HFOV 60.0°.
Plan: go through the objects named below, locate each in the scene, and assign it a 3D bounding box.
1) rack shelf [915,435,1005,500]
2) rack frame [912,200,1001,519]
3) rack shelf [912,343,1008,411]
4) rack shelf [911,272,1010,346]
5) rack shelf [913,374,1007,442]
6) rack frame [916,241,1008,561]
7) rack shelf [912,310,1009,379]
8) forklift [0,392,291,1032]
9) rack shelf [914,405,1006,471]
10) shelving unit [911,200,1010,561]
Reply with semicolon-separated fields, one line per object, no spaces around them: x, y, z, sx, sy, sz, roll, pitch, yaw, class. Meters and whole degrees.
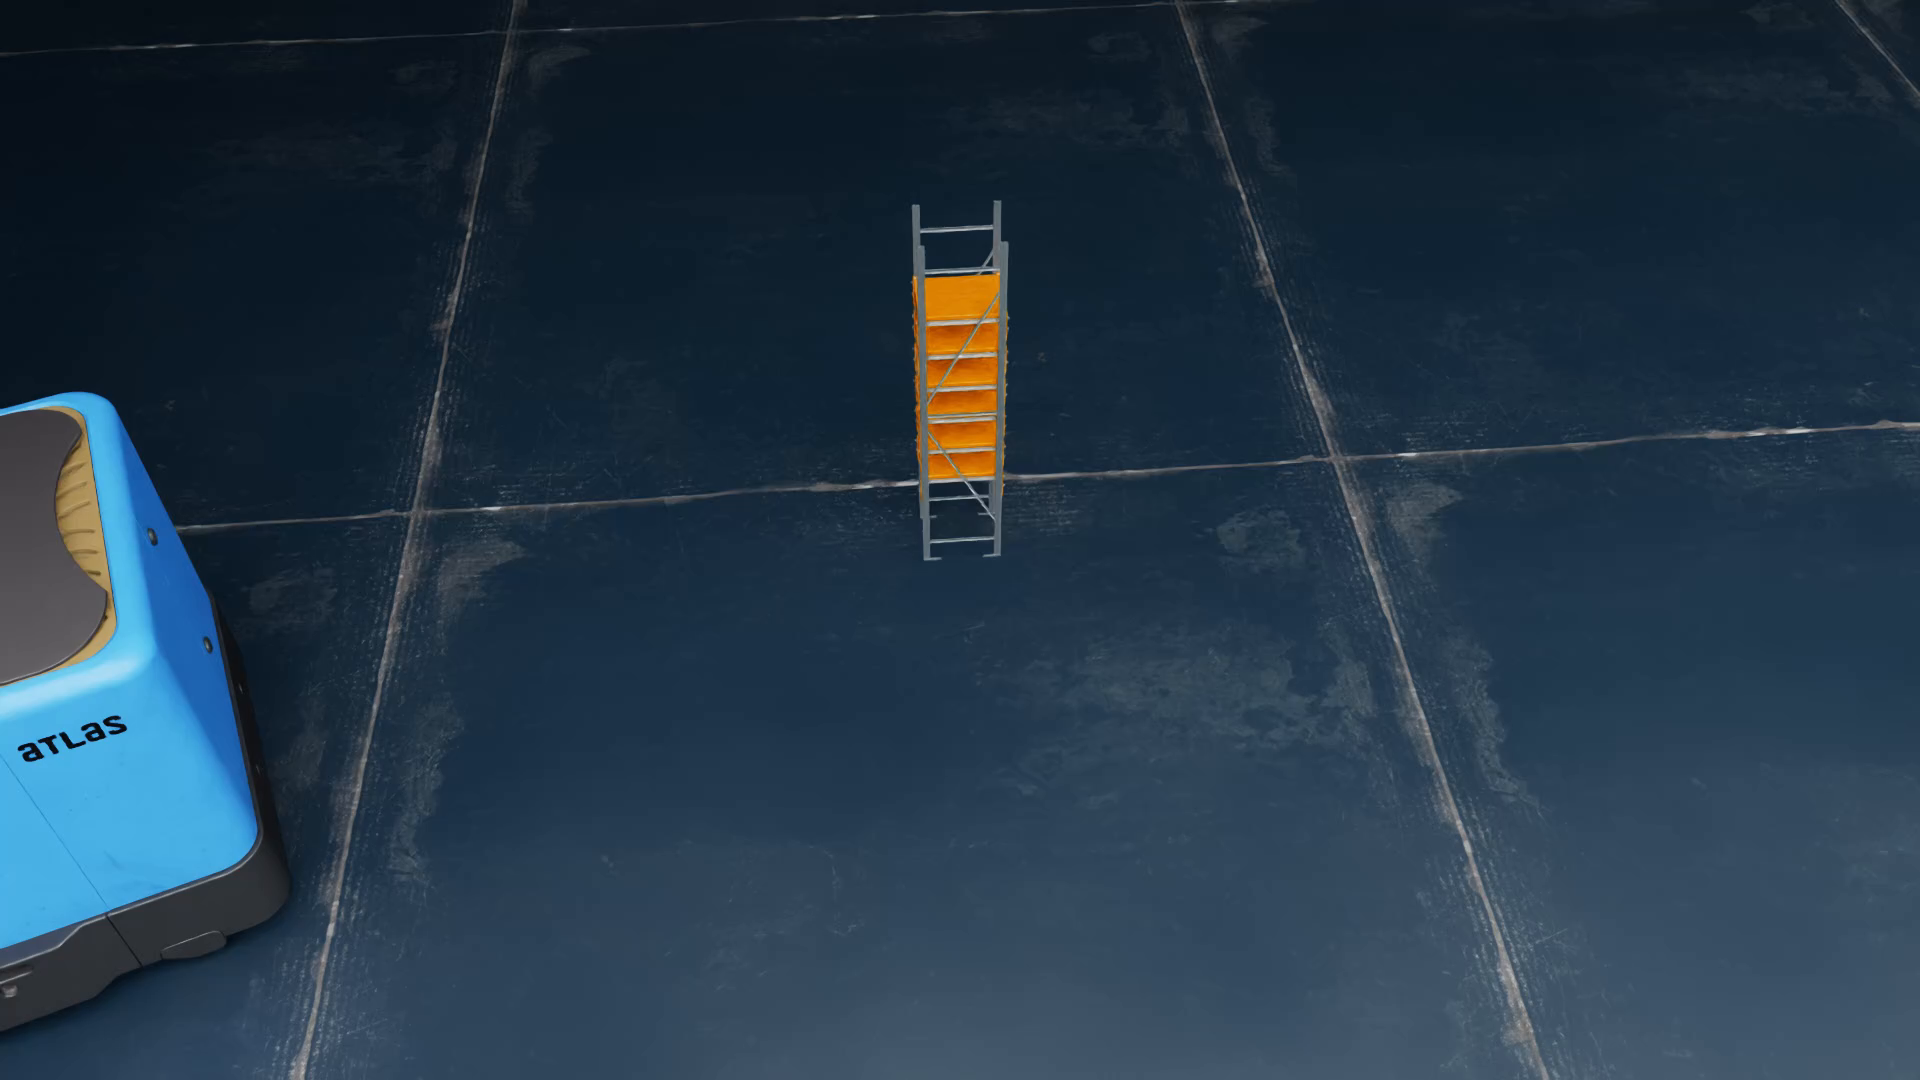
-0.001;-0.227;5.031;0.258;0.103;0.180;-3;47;-3;rack shelf
-0.009;-0.489;4.887;0.240;1.200;0.006;-3;47;-3;rack frame
-0.001;-0.475;4.769;0.258;0.103;0.180;-3;47;-3;rack shelf
-0.001;-0.640;4.595;0.258;0.103;0.180;-3;47;-3;rack shelf
-0.001;-0.392;4.857;0.258;0.103;0.180;-3;47;-3;rack shelf
0.006;-0.357;4.762;0.240;1.200;0.006;-3;47;-3;rack frame
-0.001;-0.558;4.682;0.258;0.103;0.180;-3;47;-3;rack shelf
-3.288;0.110;3.127;3.031;2.935;1.130;-19;49;-17;forklift
-0.001;-0.310;4.944;0.258;0.103;0.180;-3;47;-3;rack shelf
-0.001;-0.423;4.824;0.258;1.200;0.189;-3;47;-3;shelving unit
